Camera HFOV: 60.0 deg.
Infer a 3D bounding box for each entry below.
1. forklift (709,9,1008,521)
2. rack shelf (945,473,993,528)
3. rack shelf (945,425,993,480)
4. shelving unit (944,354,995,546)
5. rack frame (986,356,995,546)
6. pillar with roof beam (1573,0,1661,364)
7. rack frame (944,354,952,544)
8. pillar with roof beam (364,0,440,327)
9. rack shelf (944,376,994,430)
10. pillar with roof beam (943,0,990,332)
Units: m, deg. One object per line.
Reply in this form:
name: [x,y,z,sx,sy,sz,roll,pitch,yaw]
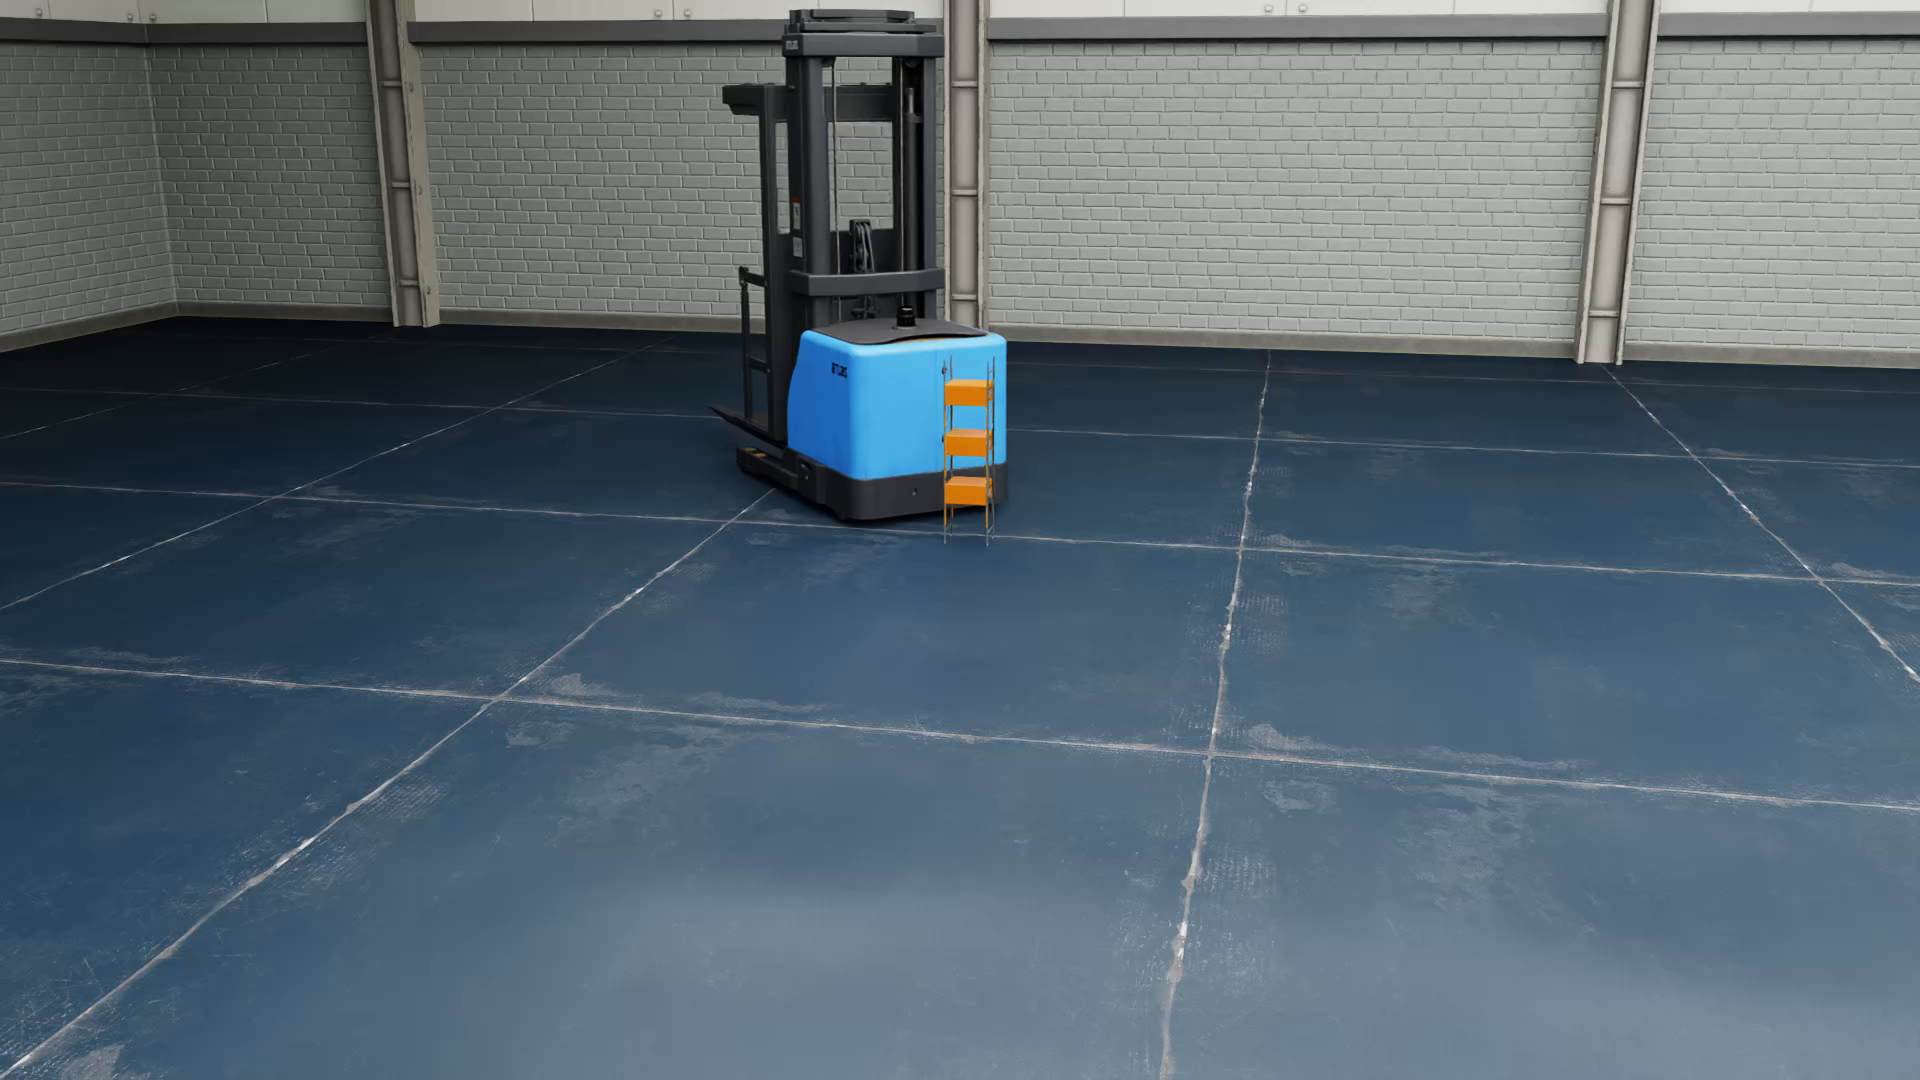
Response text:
forklift: [-0.841,-1.872,10.758,1.130,2.935,3.031,-8,17,-27]
rack shelf: [0.052,-0.225,9.419,0.240,0.259,0.215,3,16,11]
rack shelf: [0.052,-0.493,9.344,0.240,0.259,0.215,3,16,11]
shelving unit: [0.052,-0.503,9.342,0.252,1.050,0.215,3,16,11]
rack frame: [0.172,-0.497,9.318,0.008,1.050,0.200,3,16,11]
pillar with roof beam: [5.087,-4.880,10.251,0.400,9.000,9.100,3,16,11]
rack frame: [-0.067,-0.510,9.365,0.008,1.050,0.200,3,16,11]
pillar with roof beam: [-6.673,-5.518,12.556,0.400,9.000,9.100,3,16,11]
rack shelf: [0.052,-0.766,9.269,0.240,0.259,0.215,3,16,11]
pillar with roof beam: [-0.793,-5.199,11.403,0.400,9.000,9.100,3,16,11]
